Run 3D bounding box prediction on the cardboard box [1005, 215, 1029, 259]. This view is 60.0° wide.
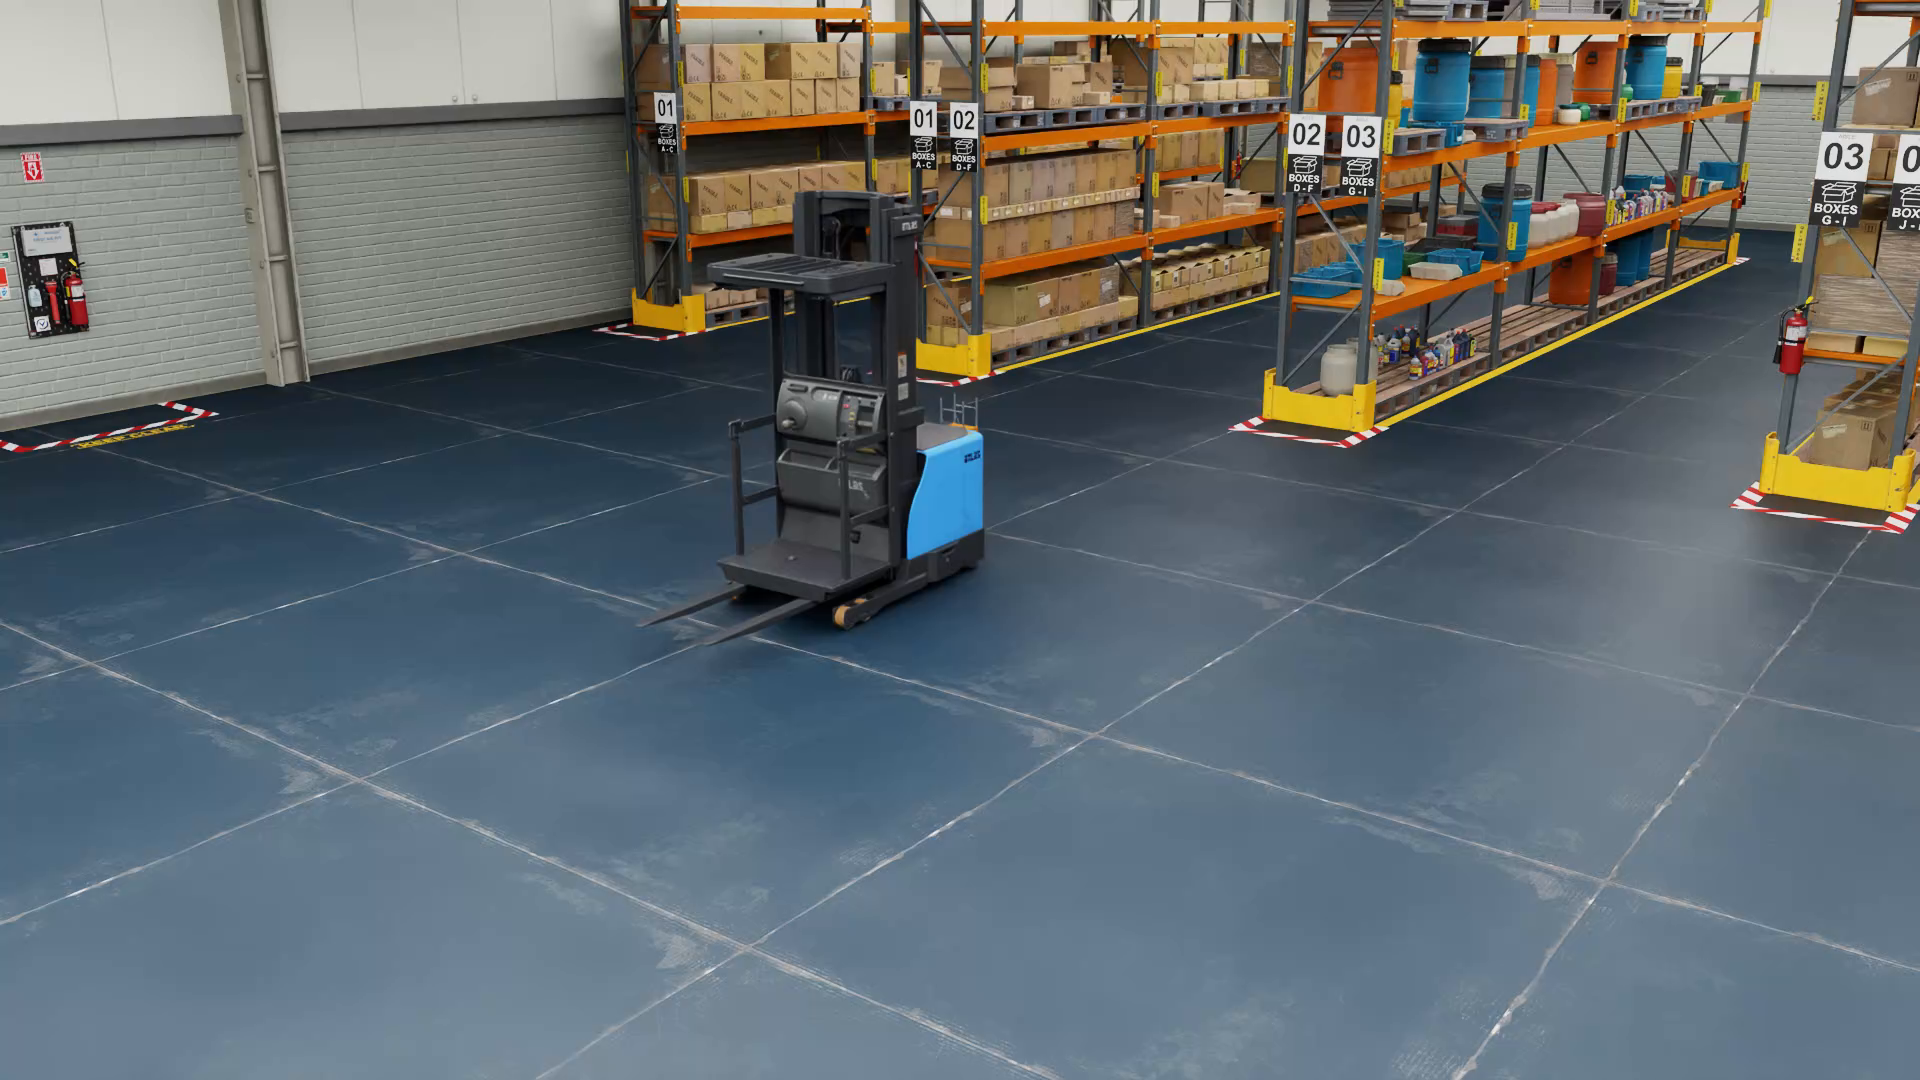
[{"bbox_3d":[0.438,-3.827,20.841,0.700,0.500,0.500,13,22,36],"label":"cardboard box"}]

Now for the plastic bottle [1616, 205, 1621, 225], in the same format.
[{"bbox_3d":[9.492,-4.698,24.011,0.061,0.283,0.133,12,21,35],"label":"plastic bottle"}]

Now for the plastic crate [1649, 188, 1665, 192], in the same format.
[{"bbox_3d":[11.417,-5.738,27.525,0.437,0.125,0.590,12,21,35],"label":"plastic crate"}]

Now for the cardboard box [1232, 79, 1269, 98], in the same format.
[{"bbox_3d":[4.382,-6.893,25.370,0.500,0.250,0.500,11,20,31],"label":"cardboard box"}]

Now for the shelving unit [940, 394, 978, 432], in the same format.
[{"bbox_3d":[-0.009,-0.570,13.555,0.258,1.200,0.189,12,21,35],"label":"shelving unit"}]

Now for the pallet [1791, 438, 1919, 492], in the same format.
[{"bbox_3d":[8.352,-0.667,15.534,1.003,0.211,1.213,12,21,35],"label":"pallet"}]

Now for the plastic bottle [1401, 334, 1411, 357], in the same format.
[{"bbox_3d":[5.396,-2.353,20.122,0.097,0.271,0.097,0,17,0],"label":"plastic bottle"}]

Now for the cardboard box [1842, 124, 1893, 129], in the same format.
[{"bbox_3d":[8.163,-3.655,14.979,0.380,0.149,0.250,13,21,35],"label":"cardboard box"}]

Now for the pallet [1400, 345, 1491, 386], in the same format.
[{"bbox_3d":[5.766,-2.137,20.268,1.003,0.211,1.213,12,21,35],"label":"pallet"}]

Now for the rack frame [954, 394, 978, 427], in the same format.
[{"bbox_3d":[0.046,-0.591,13.625,0.240,1.200,0.006,12,21,35],"label":"rack frame"}]

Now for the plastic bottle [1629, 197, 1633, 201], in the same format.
[{"bbox_3d":[10.143,-5.037,25.123,0.097,0.271,0.097,0,17,0],"label":"plastic bottle"}]

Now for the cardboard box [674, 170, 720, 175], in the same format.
[{"bbox_3d":[-3.722,-4.983,23.686,0.500,0.500,0.500,13,21,35],"label":"cardboard box"}]

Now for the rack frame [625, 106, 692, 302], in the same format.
[{"bbox_3d":[-4.140,-4.419,22.915,1.000,3.000,0.127,12,21,35],"label":"rack frame"}]

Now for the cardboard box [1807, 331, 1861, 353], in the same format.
[{"bbox_3d":[7.798,-1.777,14.833,0.380,0.149,0.250,12,21,35],"label":"cardboard box"}]

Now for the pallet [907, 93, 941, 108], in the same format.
[{"bbox_3d":[-0.688,-7.090,26.776,1.213,0.211,1.003,12,21,35],"label":"pallet"}]

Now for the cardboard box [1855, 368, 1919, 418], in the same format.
[{"bbox_3d":[9.572,-1.526,17.108,0.500,0.500,0.500,-12,21,-33],"label":"cardboard box"}]

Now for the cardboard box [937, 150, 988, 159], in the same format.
[{"bbox_3d":[0.043,-6.330,28.161,0.700,0.500,0.500,10,20,30],"label":"cardboard box"}]

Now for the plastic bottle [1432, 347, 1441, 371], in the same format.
[{"bbox_3d":[5.531,-2.106,19.325,0.097,0.271,0.097,0,17,0],"label":"plastic bottle"}]

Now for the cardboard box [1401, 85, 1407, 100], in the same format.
[{"bbox_3d":[7.479,-7.835,29.113,0.500,0.250,0.500,12,21,35],"label":"cardboard box"}]

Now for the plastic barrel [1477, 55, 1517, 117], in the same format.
[{"bbox_3d":[6.718,-5.608,20.842,0.600,0.901,0.600,0,17,0],"label":"plastic barrel"}]

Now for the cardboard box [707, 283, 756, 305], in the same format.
[{"bbox_3d":[-3.316,-3.629,24.165,0.500,0.311,0.500,15,22,39],"label":"cardboard box"}]

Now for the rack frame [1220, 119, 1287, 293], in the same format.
[{"bbox_3d":[4.607,-5.450,26.235,1.000,3.000,0.127,12,21,35],"label":"rack frame"}]

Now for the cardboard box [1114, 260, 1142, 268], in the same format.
[{"bbox_3d":[2.540,-3.924,24.306,0.500,0.311,0.500,13,22,36],"label":"cardboard box"}]

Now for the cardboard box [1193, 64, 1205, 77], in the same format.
[{"bbox_3d":[4.555,-9.368,33.173,0.500,0.250,0.500,12,21,33],"label":"cardboard box"}]

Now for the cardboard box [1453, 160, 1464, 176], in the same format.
[{"bbox_3d":[9.325,-7.248,31.858,0.500,0.500,0.500,13,22,36],"label":"cardboard box"}]

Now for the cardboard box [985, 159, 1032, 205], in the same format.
[{"bbox_3d":[0.469,-4.459,20.690,0.700,0.500,0.500,12,21,33],"label":"cardboard box"}]

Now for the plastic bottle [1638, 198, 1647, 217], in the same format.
[{"bbox_3d":[10.254,-5.022,25.066,0.152,0.276,0.135,12,21,35],"label":"plastic bottle"}]

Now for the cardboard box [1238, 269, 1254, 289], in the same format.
[{"bbox_3d":[4.185,-4.045,25.641,0.500,0.250,0.500,12,21,34],"label":"cardboard box"}]

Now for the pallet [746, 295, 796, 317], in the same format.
[{"bbox_3d":[-2.855,-3.582,24.922,1.003,0.211,1.213,12,21,35],"label":"pallet"}]

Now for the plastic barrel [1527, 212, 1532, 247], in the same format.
[{"bbox_3d":[6.946,-3.875,20.935,0.433,0.535,0.433,0,17,0],"label":"plastic barrel"}]

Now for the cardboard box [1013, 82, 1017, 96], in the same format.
[{"bbox_3d":[0.646,-5.655,21.044,0.500,0.311,0.500,16,23,41],"label":"cardboard box"}]

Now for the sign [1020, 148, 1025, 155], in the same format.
[{"bbox_3d":[1.068,-6.746,28.589,0.100,0.325,0.005,12,21,35],"label":"sign"}]

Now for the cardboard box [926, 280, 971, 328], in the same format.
[{"bbox_3d":[-0.079,-2.970,20.914,0.500,0.500,0.500,12,21,35],"label":"cardboard box"}]

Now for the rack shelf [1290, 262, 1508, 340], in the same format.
[{"bbox_3d":[5.008,-2.801,18.918,1.077,0.370,4.000,12,21,35],"label":"rack shelf"}]

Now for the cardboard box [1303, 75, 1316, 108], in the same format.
[{"bbox_3d":[5.144,-7.161,26.520,0.910,0.500,0.500,12,21,35],"label":"cardboard box"}]

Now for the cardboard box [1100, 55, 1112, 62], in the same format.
[{"bbox_3d":[2.397,-8.777,30.982,0.700,0.500,0.500,11,20,32],"label":"cardboard box"}]

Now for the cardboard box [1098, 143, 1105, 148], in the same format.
[{"bbox_3d":[2.335,-7.080,30.782,0.500,0.500,0.500,12,21,35],"label":"cardboard box"}]

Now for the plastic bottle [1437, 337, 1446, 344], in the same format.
[{"bbox_3d":[5.799,-2.300,19.944,0.152,0.276,0.135,12,21,35],"label":"plastic bottle"}]

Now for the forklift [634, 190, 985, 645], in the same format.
[{"bbox_3d":[-1.056,-0.932,11.804,1.130,2.935,3.031,12,21,33],"label":"forklift"}]

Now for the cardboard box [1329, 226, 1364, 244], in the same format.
[{"bbox_3d":[6.625,-5.134,28.692,0.500,0.500,0.500,13,21,35],"label":"cardboard box"}]

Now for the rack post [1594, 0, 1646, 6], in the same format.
[{"bbox_3d":[8.982,-7.582,23.114,0.954,0.300,0.937,12,21,35],"label":"rack post"}]

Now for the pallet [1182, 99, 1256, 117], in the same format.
[{"bbox_3d":[3.611,-6.348,24.387,1.003,0.211,1.213,14,22,37],"label":"pallet"}]

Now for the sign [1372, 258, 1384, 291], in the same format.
[{"bbox_3d":[4.255,-2.702,16.920,0.100,0.325,0.005,12,21,35],"label":"sign"}]

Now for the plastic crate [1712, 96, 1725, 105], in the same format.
[{"bbox_3d":[12.318,-7.250,27.418,0.437,0.136,0.530,12,21,35],"label":"plastic crate"}]

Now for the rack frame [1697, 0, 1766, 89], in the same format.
[{"bbox_3d":[13.350,-9.344,28.660,1.000,3.000,0.127,12,21,35],"label":"rack frame"}]

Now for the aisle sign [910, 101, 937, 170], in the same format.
[{"bbox_3d":[-0.435,-4.822,19.830,0.394,0.787,0.004,12,21,35],"label":"aisle sign"}]

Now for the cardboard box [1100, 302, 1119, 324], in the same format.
[{"bbox_3d":[1.817,-3.118,22.655,0.500,0.250,0.500,12,21,35],"label":"cardboard box"}]

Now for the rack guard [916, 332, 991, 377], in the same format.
[{"bbox_3d":[-0.174,-2.345,20.452,1.175,0.500,0.348,12,21,35],"label":"rack guard"}]

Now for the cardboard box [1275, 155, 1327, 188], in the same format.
[{"bbox_3d":[5.590,-6.052,27.298,0.500,0.500,0.700,-15,23,-40],"label":"cardboard box"}]

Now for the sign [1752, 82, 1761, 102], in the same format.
[{"bbox_3d":[13.801,-7.768,28.819,0.100,0.325,0.005,12,21,35],"label":"sign"}]

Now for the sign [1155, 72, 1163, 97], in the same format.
[{"bbox_3d":[2.670,-6.117,22.319,0.100,0.325,0.005,12,21,35],"label":"sign"}]

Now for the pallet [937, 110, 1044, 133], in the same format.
[{"bbox_3d":[0.282,-5.098,20.195,1.003,0.211,1.213,12,21,35],"label":"pallet"}]

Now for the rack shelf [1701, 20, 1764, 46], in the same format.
[{"bbox_3d":[12.158,-8.333,27.292,1.077,0.370,4.000,12,21,35],"label":"rack shelf"}]

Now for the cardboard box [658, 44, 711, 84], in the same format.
[{"bbox_3d":[-3.716,-6.435,22.462,0.500,0.500,0.500,11,20,31],"label":"cardboard box"}]

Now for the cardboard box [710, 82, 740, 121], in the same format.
[{"bbox_3d":[-3.392,-6.066,22.958,0.500,0.500,0.500,14,22,38],"label":"cardboard box"}]

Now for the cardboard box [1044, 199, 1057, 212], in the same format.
[{"bbox_3d":[1.013,-4.264,21.156,0.380,0.149,0.250,12,21,34],"label":"cardboard box"}]
